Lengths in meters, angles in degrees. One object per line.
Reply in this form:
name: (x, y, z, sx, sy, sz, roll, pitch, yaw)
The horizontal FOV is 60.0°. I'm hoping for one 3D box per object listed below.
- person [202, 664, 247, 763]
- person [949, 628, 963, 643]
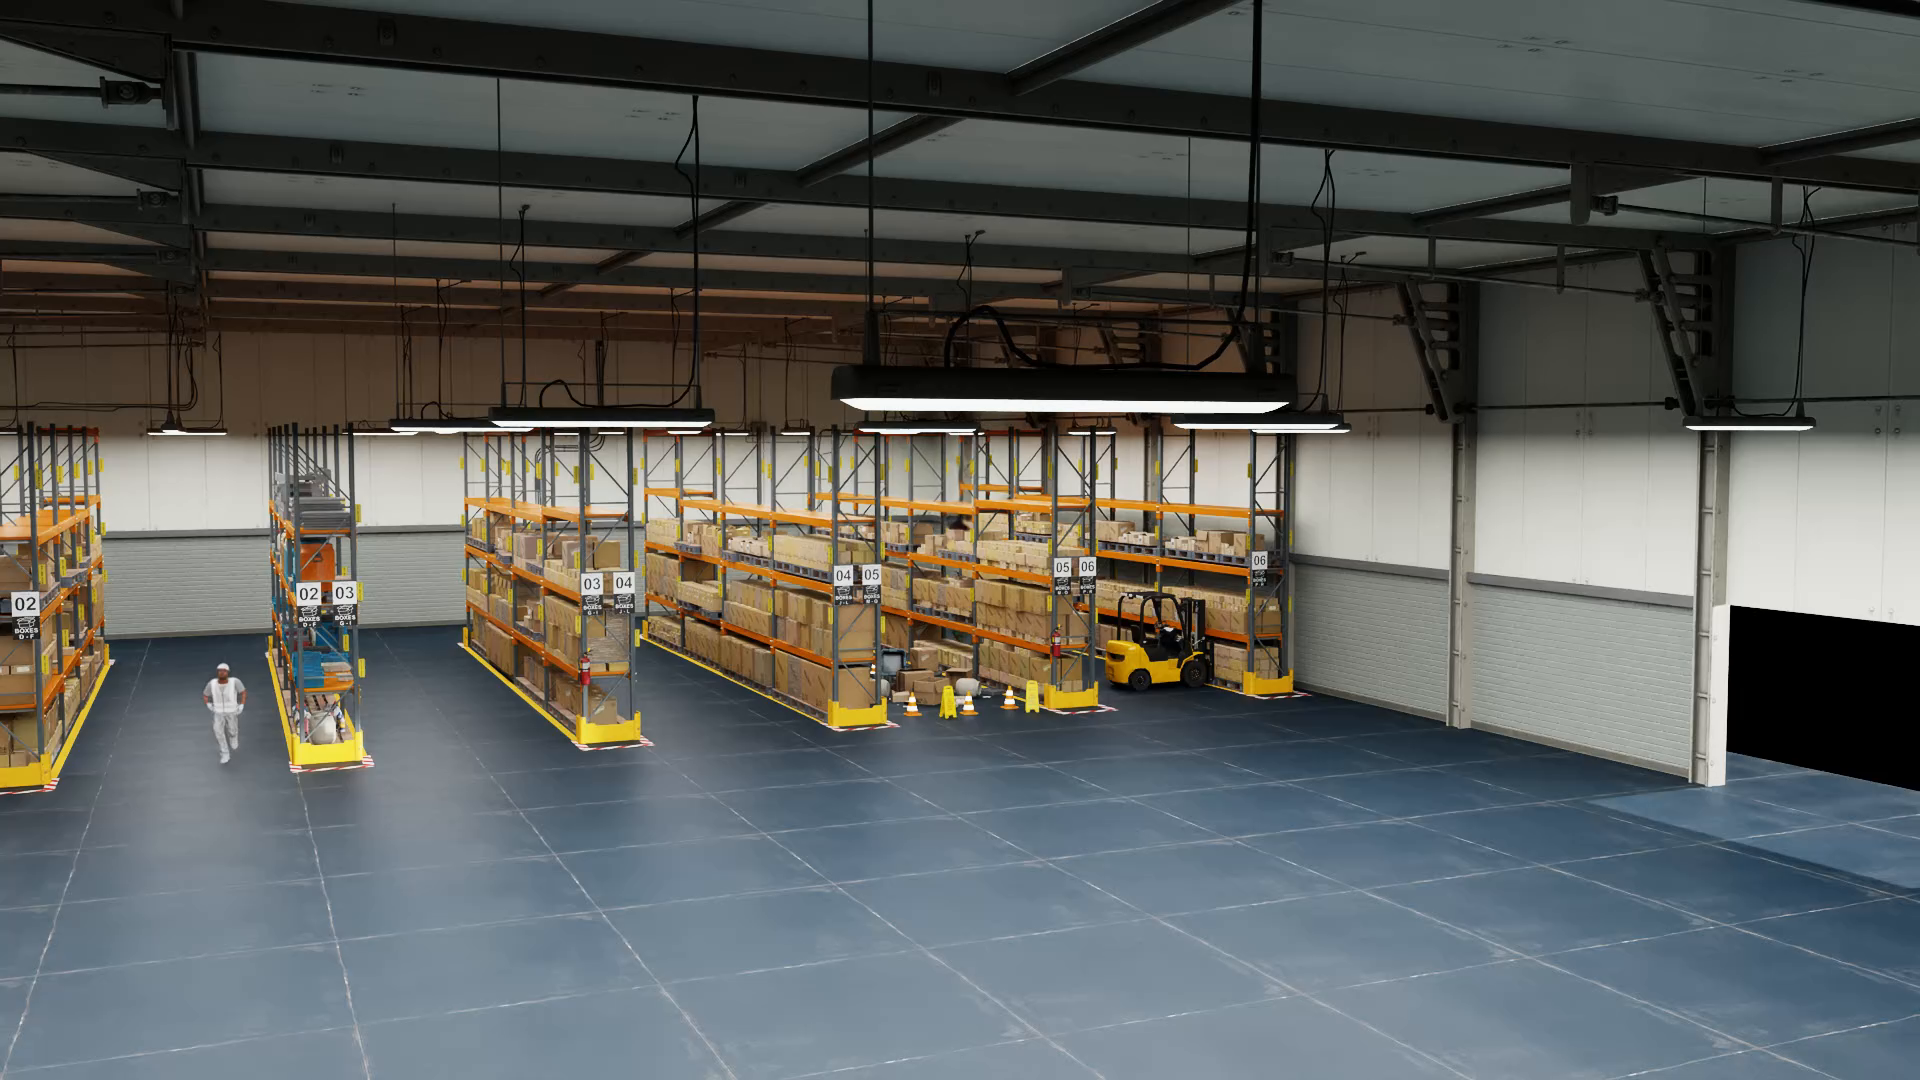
person: (-13.070, 3.059, 29.560, 0.727, 1.736, 0.591, -1, 4, -19)
person: (-0.089, 2.021, 46.195, 0.659, 1.744, 0.578, -2, 4, -33)
